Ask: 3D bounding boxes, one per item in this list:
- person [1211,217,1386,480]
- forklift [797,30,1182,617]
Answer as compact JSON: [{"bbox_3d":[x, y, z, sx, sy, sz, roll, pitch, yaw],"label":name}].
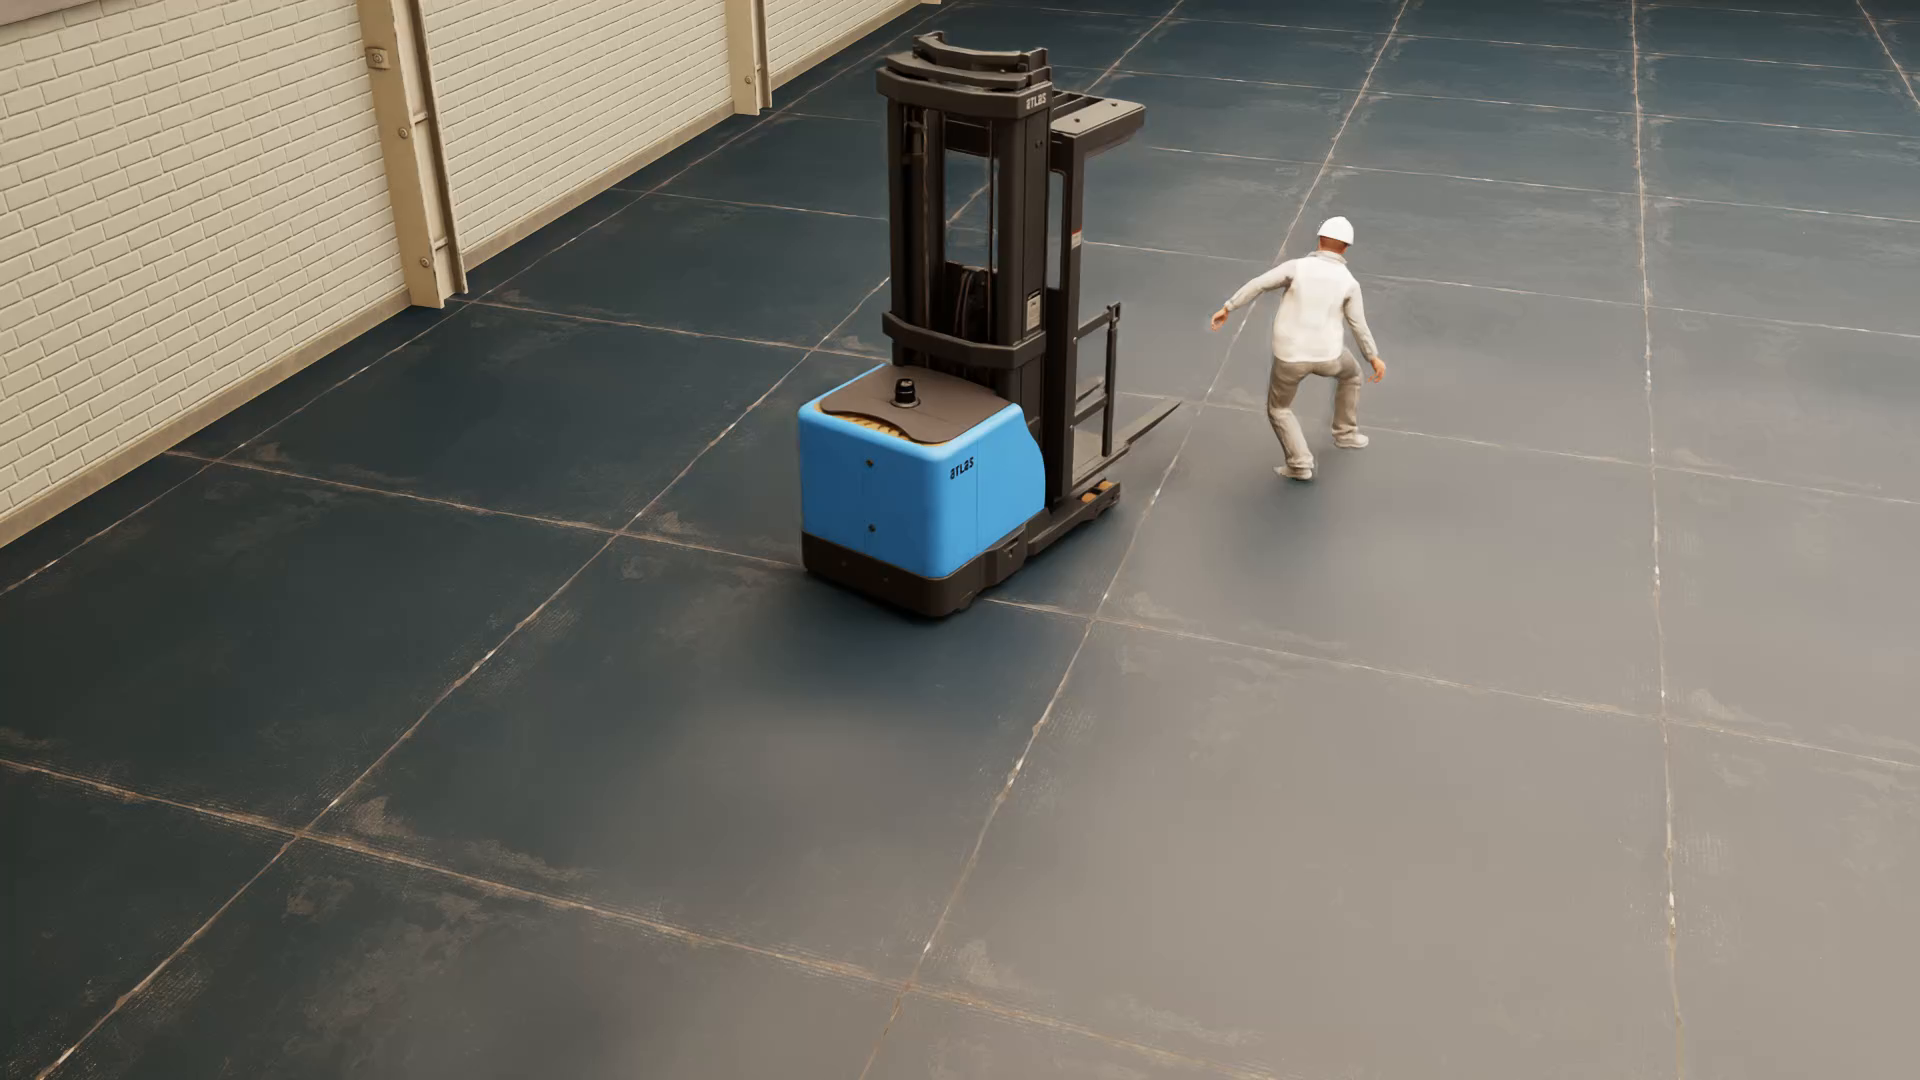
[{"bbox_3d":[2.151,-1.208,10.601,1.121,1.684,0.573,2,30,4],"label":"person"},{"bbox_3d":[0.351,-1.524,9.811,1.130,2.935,3.031,20,35,31],"label":"forklift"}]
